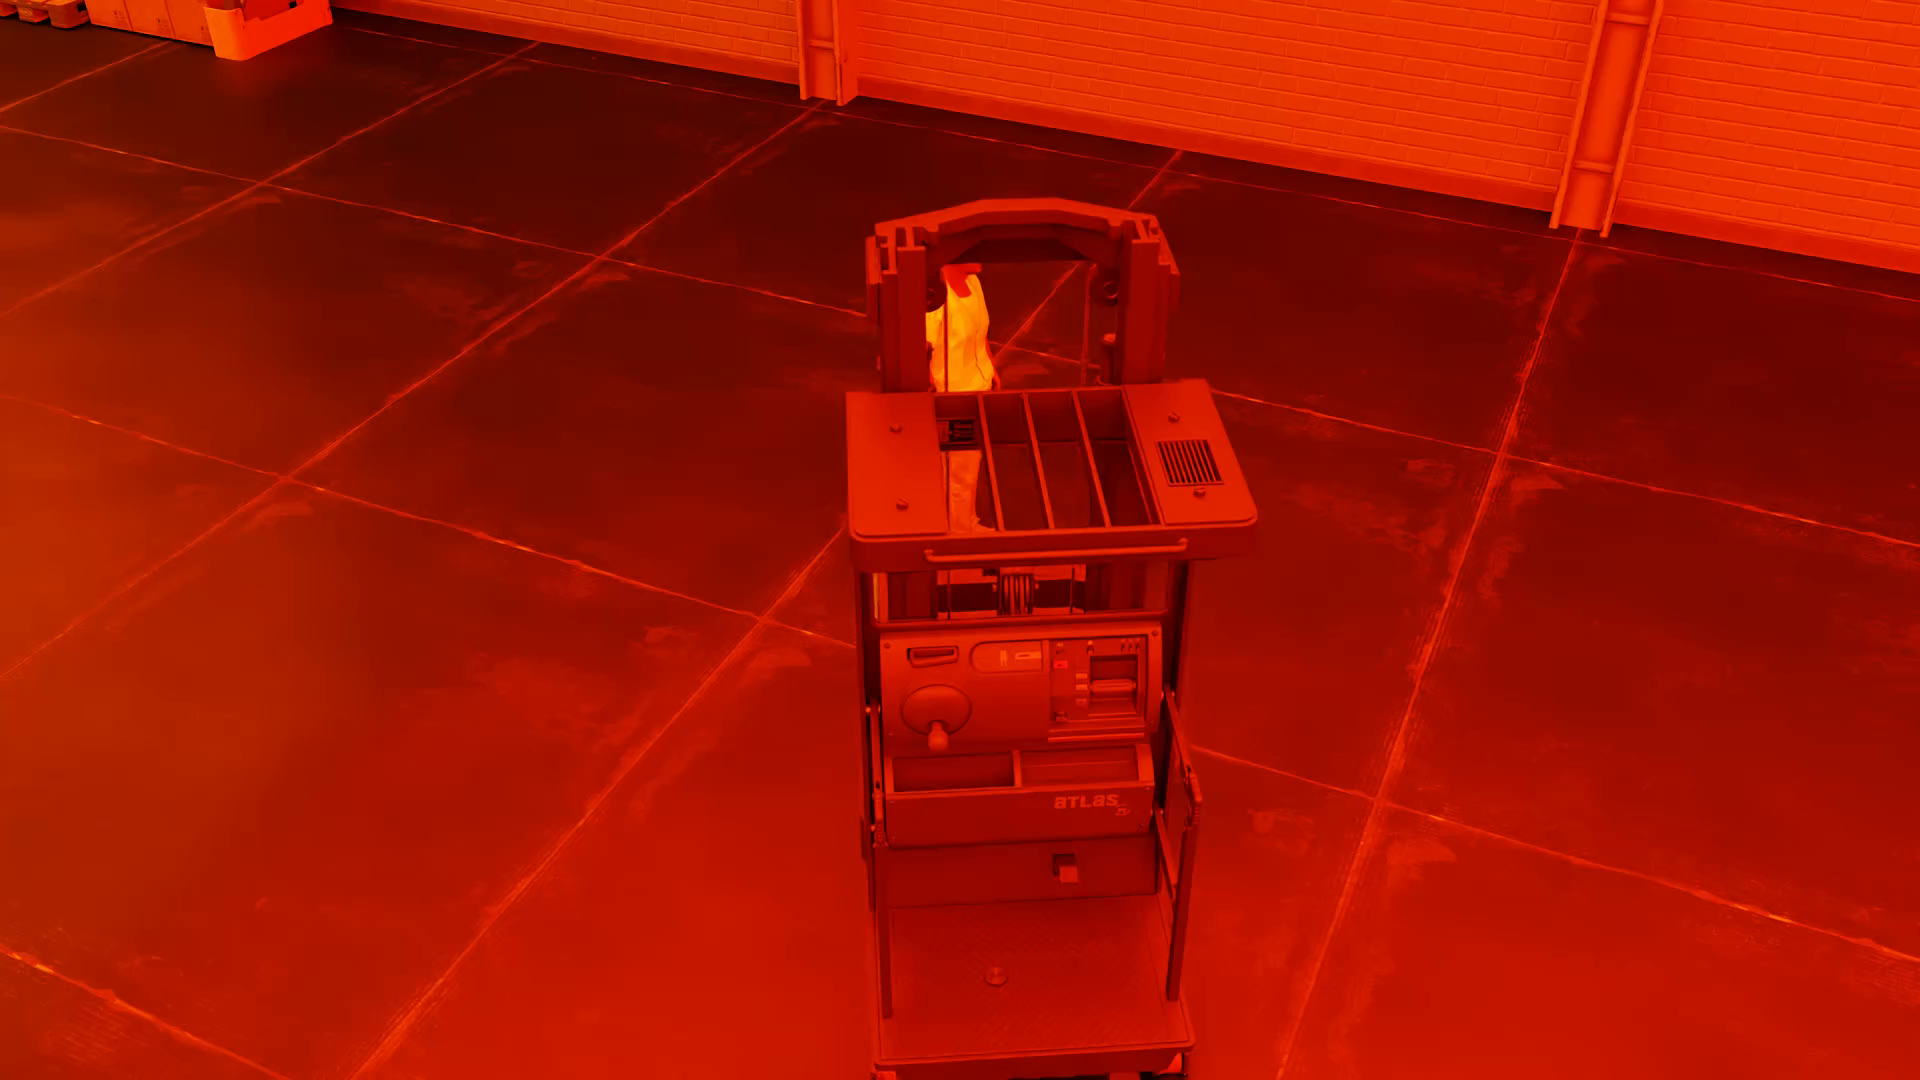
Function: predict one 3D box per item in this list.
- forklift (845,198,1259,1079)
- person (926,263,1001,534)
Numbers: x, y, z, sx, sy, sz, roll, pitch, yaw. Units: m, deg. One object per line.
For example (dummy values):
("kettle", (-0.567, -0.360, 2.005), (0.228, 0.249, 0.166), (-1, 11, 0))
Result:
("forklift", (0.221, 0.549, 5.317), (1.130, 2.935, 3.031), (-2, 36, -3))
("person", (0.060, -0.705, 8.065), (0.577, 1.765, 0.665), (15, 38, 20))
